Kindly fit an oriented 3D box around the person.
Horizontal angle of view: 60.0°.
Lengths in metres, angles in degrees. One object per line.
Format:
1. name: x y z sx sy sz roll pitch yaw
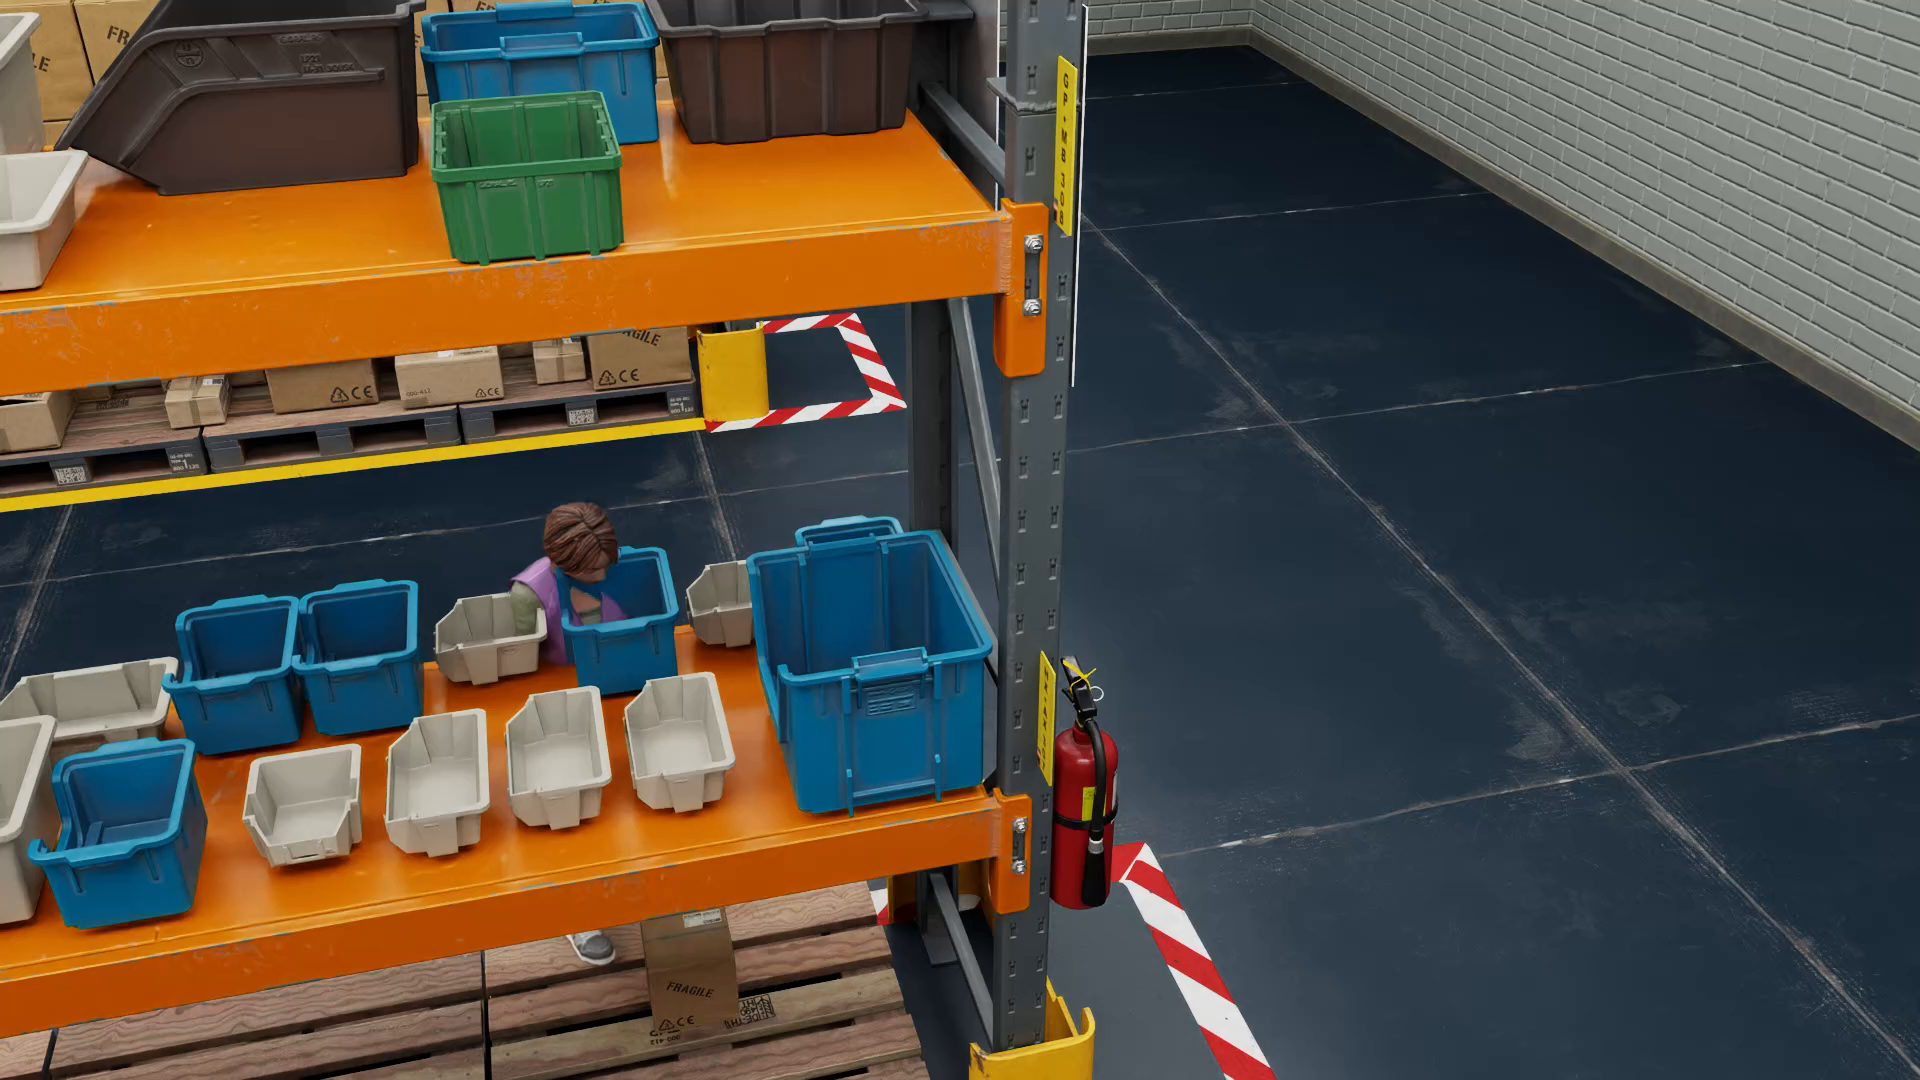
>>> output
1. person: -1.064 0.551 4.874 0.423 1.537 0.377 -24 38 -34
